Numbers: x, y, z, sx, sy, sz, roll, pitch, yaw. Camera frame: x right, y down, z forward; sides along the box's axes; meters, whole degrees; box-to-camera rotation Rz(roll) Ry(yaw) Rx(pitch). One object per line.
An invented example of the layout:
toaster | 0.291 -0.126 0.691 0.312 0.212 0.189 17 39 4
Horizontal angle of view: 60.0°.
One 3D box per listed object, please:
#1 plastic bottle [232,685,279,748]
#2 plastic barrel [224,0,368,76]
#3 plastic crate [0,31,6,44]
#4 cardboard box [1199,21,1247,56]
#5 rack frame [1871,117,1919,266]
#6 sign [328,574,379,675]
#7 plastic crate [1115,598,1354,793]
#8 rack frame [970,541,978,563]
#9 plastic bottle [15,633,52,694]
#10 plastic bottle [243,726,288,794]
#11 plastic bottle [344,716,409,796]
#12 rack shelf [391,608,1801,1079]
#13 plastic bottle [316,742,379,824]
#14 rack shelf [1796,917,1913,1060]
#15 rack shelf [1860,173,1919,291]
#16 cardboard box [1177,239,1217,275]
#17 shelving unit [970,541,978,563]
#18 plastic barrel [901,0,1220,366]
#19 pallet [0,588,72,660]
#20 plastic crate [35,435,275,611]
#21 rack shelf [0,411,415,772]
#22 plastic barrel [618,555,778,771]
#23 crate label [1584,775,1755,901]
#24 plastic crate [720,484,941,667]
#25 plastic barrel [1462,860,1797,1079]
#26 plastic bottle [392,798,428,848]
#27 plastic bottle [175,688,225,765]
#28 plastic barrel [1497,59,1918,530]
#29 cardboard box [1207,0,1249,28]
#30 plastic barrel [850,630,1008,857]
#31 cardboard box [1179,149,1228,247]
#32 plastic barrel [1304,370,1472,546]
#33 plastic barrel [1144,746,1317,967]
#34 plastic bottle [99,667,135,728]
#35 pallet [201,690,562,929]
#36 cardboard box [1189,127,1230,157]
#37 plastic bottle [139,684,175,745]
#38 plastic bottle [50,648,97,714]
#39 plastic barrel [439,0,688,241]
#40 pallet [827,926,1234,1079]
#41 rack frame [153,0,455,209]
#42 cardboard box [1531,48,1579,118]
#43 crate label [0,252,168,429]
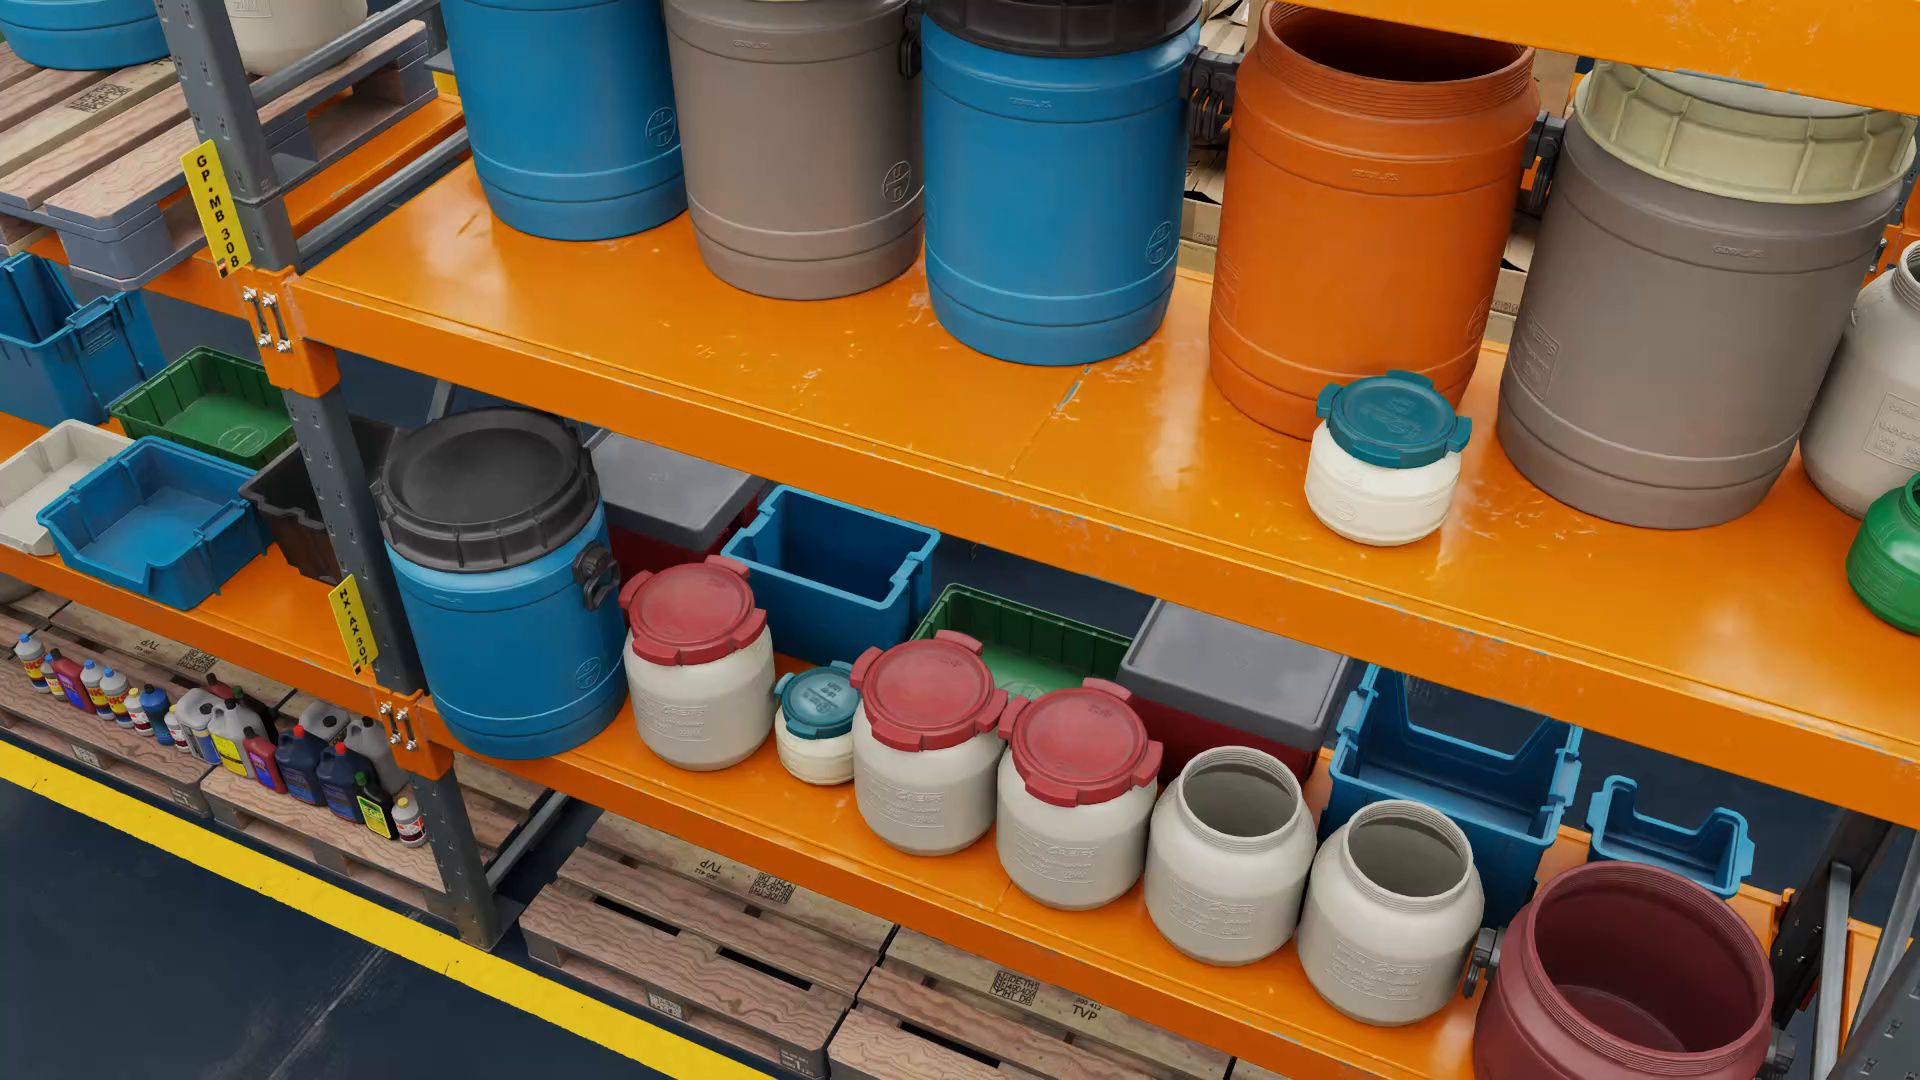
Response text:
plastic bottle | -2.675 0.673 6.305 0.133 0.283 0.061 17 44 19
plastic barrel | -1.830 -1.540 4.424 0.421 0.512 0.421 0 41 0
plastic crate | -2.838 -1.621 5.086 0.450 0.188 0.336 17 44 19
cardboard box | 1.291 -2.447 8.359 0.250 0.149 0.380 17 44 19
rack frame | 4.200 -1.801 7.421 0.127 3.000 1.000 17 44 19
sign | -1.765 0.249 4.845 0.005 0.325 0.100 17 44 19
plastic crate | 0.767 0.485 4.736 0.583 0.464 0.402 17 44 19
rack frame | 0.099 -0.310 7.304 0.006 0.900 0.240 17 44 19
plastic bottle | -3.636 0.475 6.543 0.097 0.271 0.097 0 41 0
plastic bottle | -2.567 0.810 6.147 0.133 0.283 0.061 20 45 21
plastic bottle | -2.167 0.772 6.139 0.185 0.351 0.144 17 44 19
rack shelf | 0.290 0.856 4.905 4.000 0.370 1.077 17 44 19
plastic bottle | -2.228 0.858 6.041 0.185 0.351 0.144 16 43 18
rack shelf | 3.915 1.964 3.627 4.000 0.370 1.077 17 44 19
rack shelf | 6.012 -0.975 7.018 4.000 0.370 1.077 17 44 19
cardboard box | 1.298 -1.627 9.000 0.500 0.250 0.500 18 44 20
shelving unit | 0.007 -0.338 7.337 0.210 0.900 0.258 17 44 19
plastic barrel | 0.215 -0.918 3.730 0.708 0.901 0.600 17 44 19
pallet | -4.325 0.198 7.245 1.213 0.211 1.003 17 44 19
plastic crate | -2.641 -0.059 5.525 0.616 0.251 0.499 17 44 19
rack shelf | -3.335 -0.252 6.183 4.000 0.370 1.077 17 44 19
plastic barrel | -0.749 0.374 4.808 0.433 0.535 0.433 0 41 0
crate label | 1.879 0.862 4.477 0.416 0.233 0.303 17 44 19
plastic crate | -0.392 0.157 5.174 0.575 0.384 0.392 17 44 19
plastic barrel | 1.553 1.138 3.927 0.708 0.536 0.600 17 44 19
plastic bottle | -1.983 1.006 5.984 0.097 0.201 0.097 0 41 0
plastic bottle | -2.840 0.696 6.284 0.135 0.276 0.152 18 44 19
plastic barrel | 1.450 -0.541 3.295 0.600 0.901 0.600 0 41 0
cardboard box | 1.449 -2.723 8.588 0.258 0.266 0.396 16 43 18
plastic barrel | -0.084 0.577 4.574 0.433 0.535 0.433 0 41 0
cardboard box | 1.295 -1.836 8.813 0.500 0.311 0.500 17 44 18
plastic barrel | 0.851 -0.157 3.340 0.301 0.262 0.301 0 41 0
plastic barrel | 0.698 0.821 4.311 0.421 0.512 0.421 0 41 0
plastic bottle | -3.235 0.597 6.402 0.097 0.271 0.097 0 41 0
pallet | -2.114 0.873 6.465 1.213 0.211 1.003 17 44 19
cardboard box | 1.537 -2.158 9.184 0.500 0.311 0.500 18 44 20
plastic bottle | -3.052 0.653 6.337 0.097 0.271 0.097 0 41 0
plastic bottle | -3.439 0.544 6.455 0.133 0.283 0.061 18 44 19
plastic barrel | -0.970 -1.280 4.148 0.708 0.901 0.600 17 44 19
pallet | 0.315 1.616 5.609 1.213 0.211 1.003 17 44 19
rack frame | -1.523 -2.237 3.344 0.127 3.000 1.000 17 44 19
cardboard box | 2.672 -2.294 7.914 0.500 0.500 0.500 15 43 16
crate label | -3.365 -0.741 6.172 0.616 0.435 0.502 17 44 19
